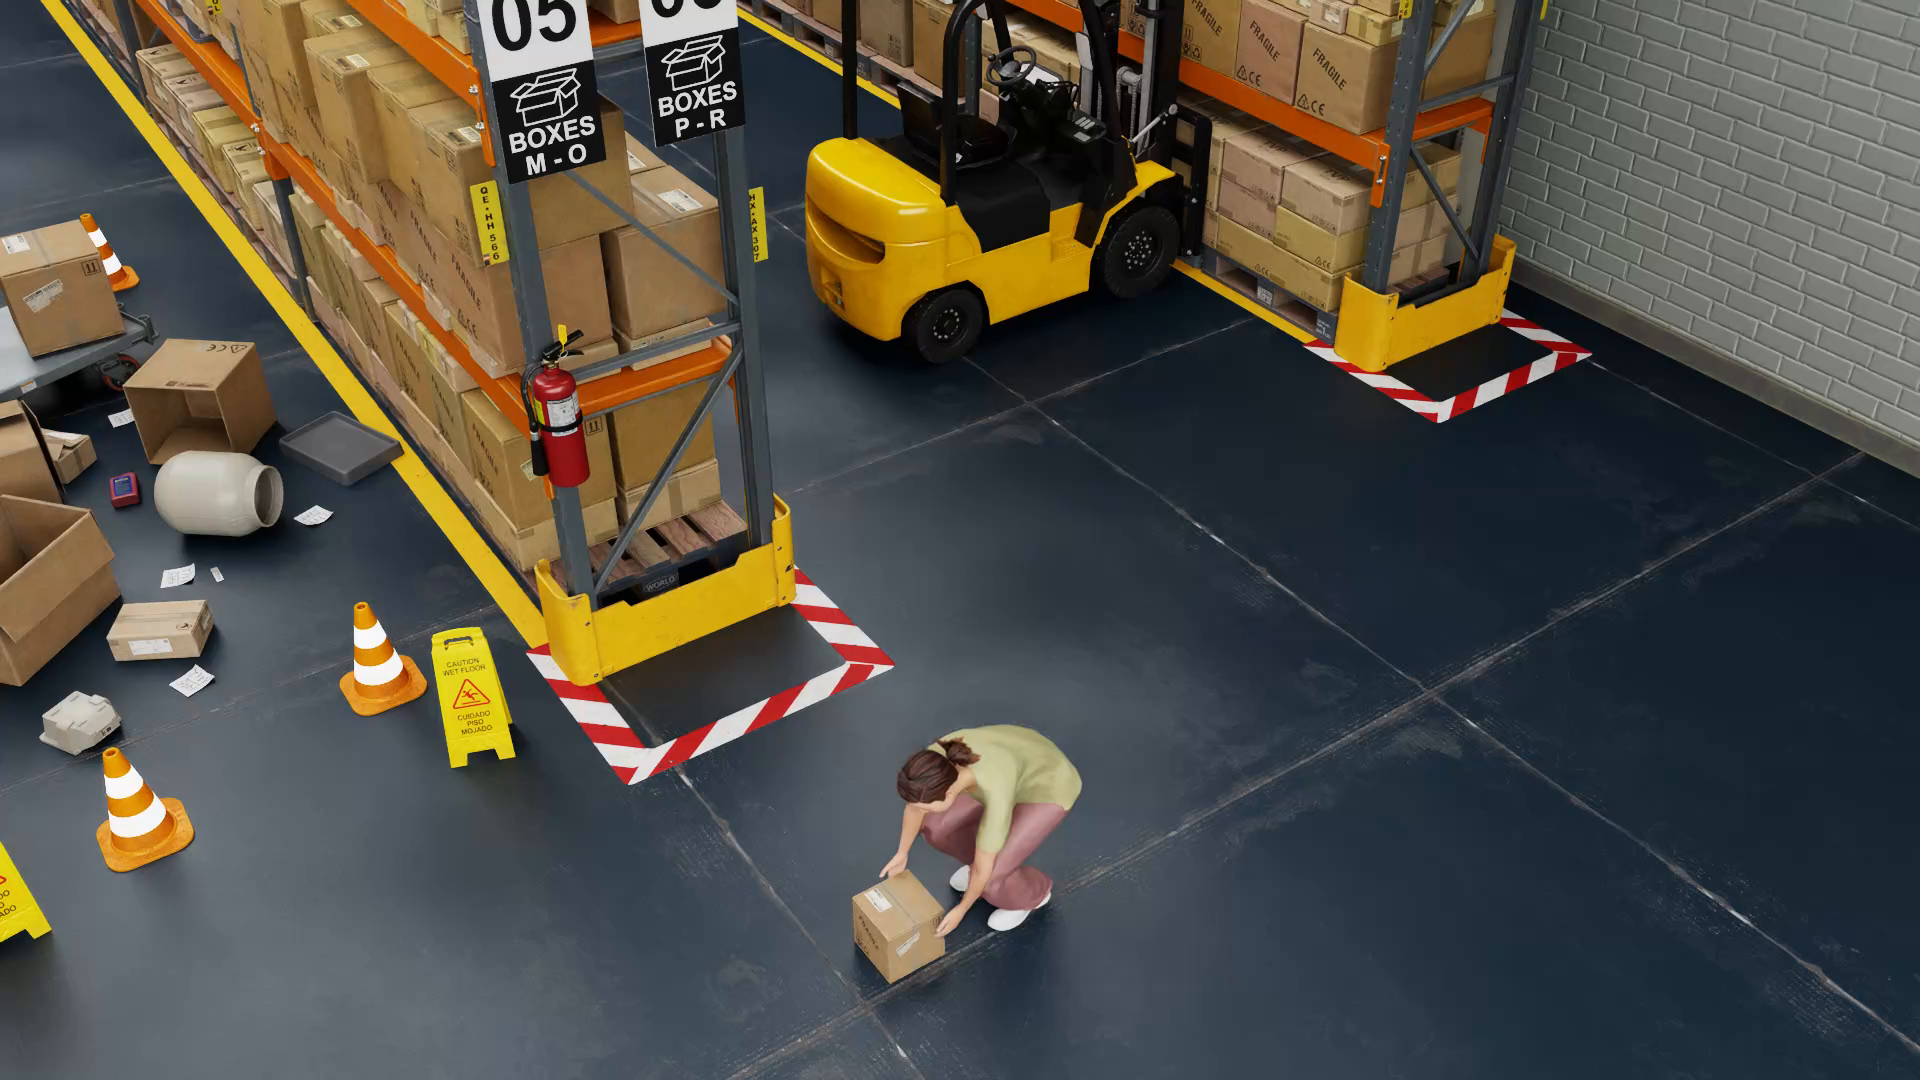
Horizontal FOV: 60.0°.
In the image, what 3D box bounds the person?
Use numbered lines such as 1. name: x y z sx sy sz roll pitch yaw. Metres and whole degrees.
1. person: 0.100 1.038 6.170 0.783 0.998 0.496 -23 42 -28
